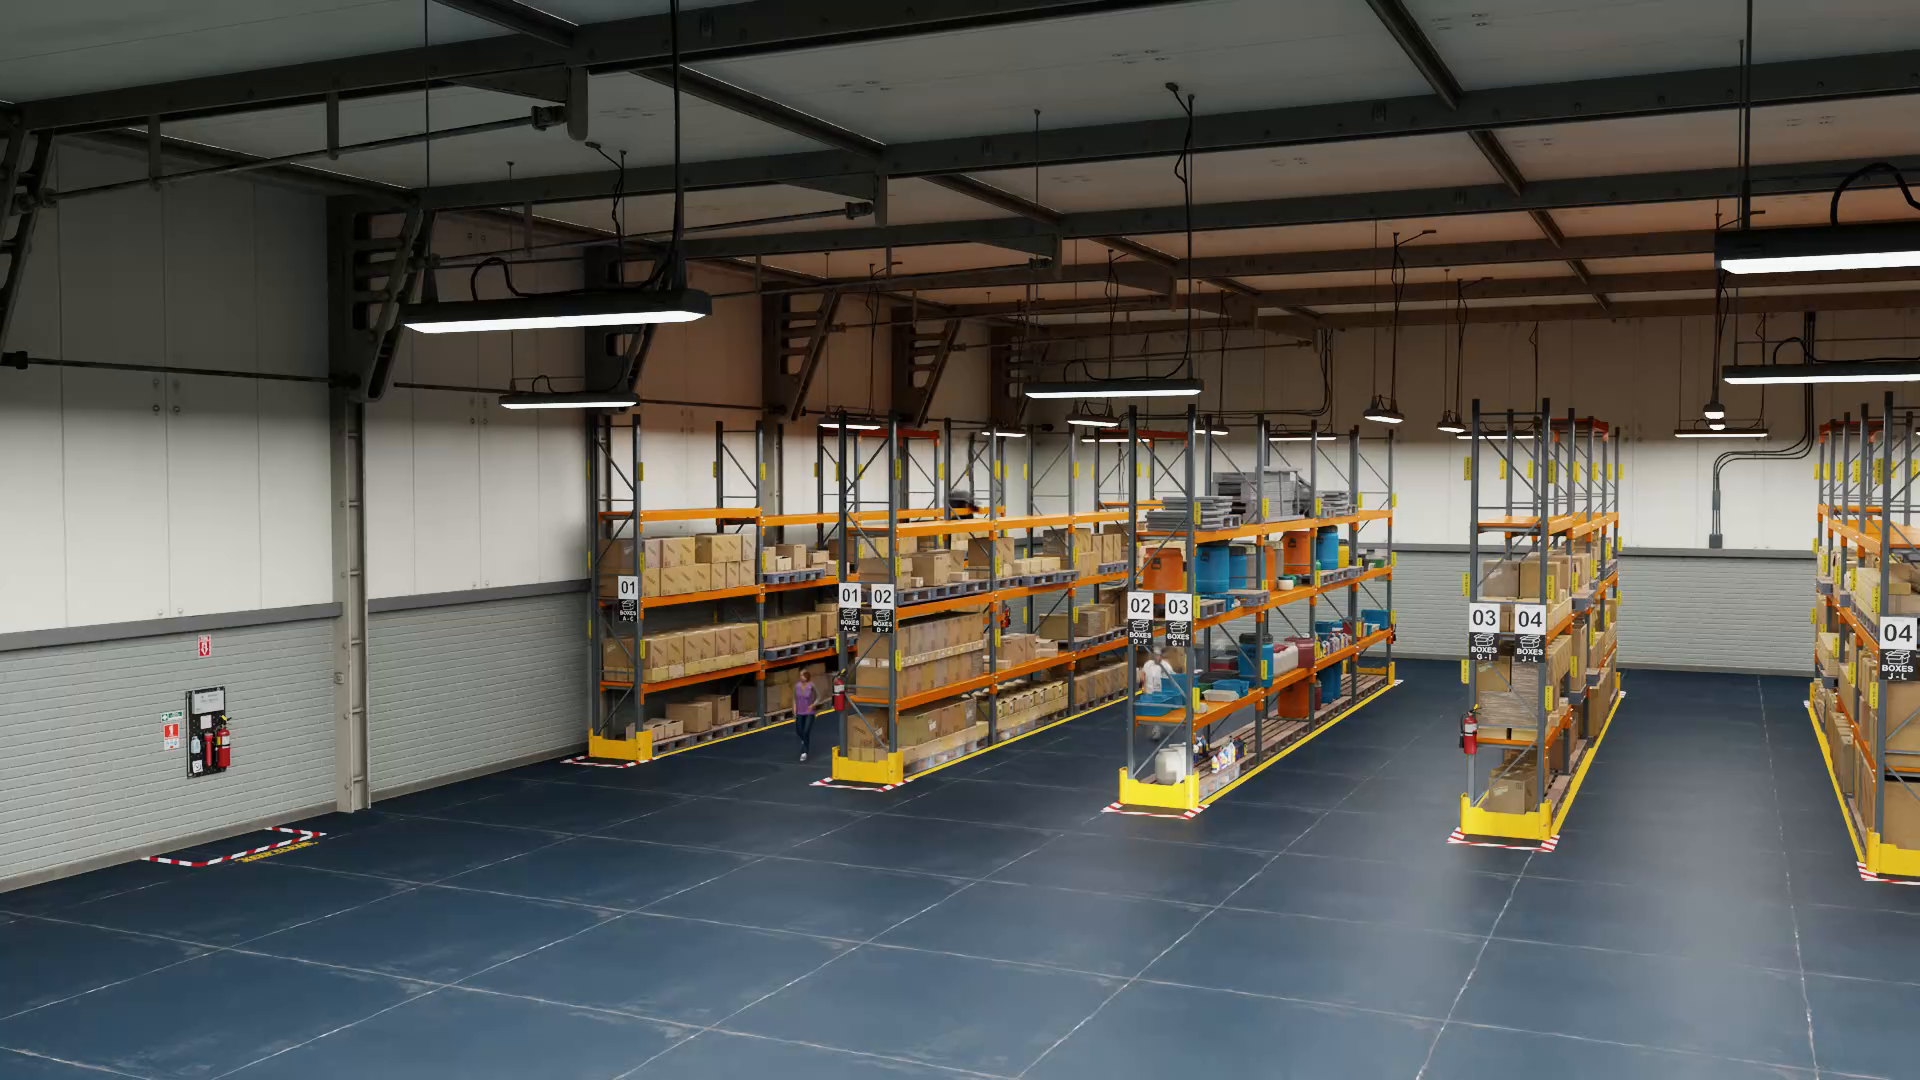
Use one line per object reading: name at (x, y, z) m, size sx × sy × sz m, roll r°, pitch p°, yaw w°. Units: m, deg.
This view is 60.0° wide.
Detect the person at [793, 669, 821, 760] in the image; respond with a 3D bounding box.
person at (-2.673, 3.038, 29.023) m, size 0.533 × 1.573 × 0.588 m, roll 1°, pitch 2°, yaw 14°

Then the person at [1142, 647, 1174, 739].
person at (3.653, 2.845, 30.918) m, size 0.654 × 1.734 × 0.690 m, roll 1°, pitch 2°, yaw 20°
